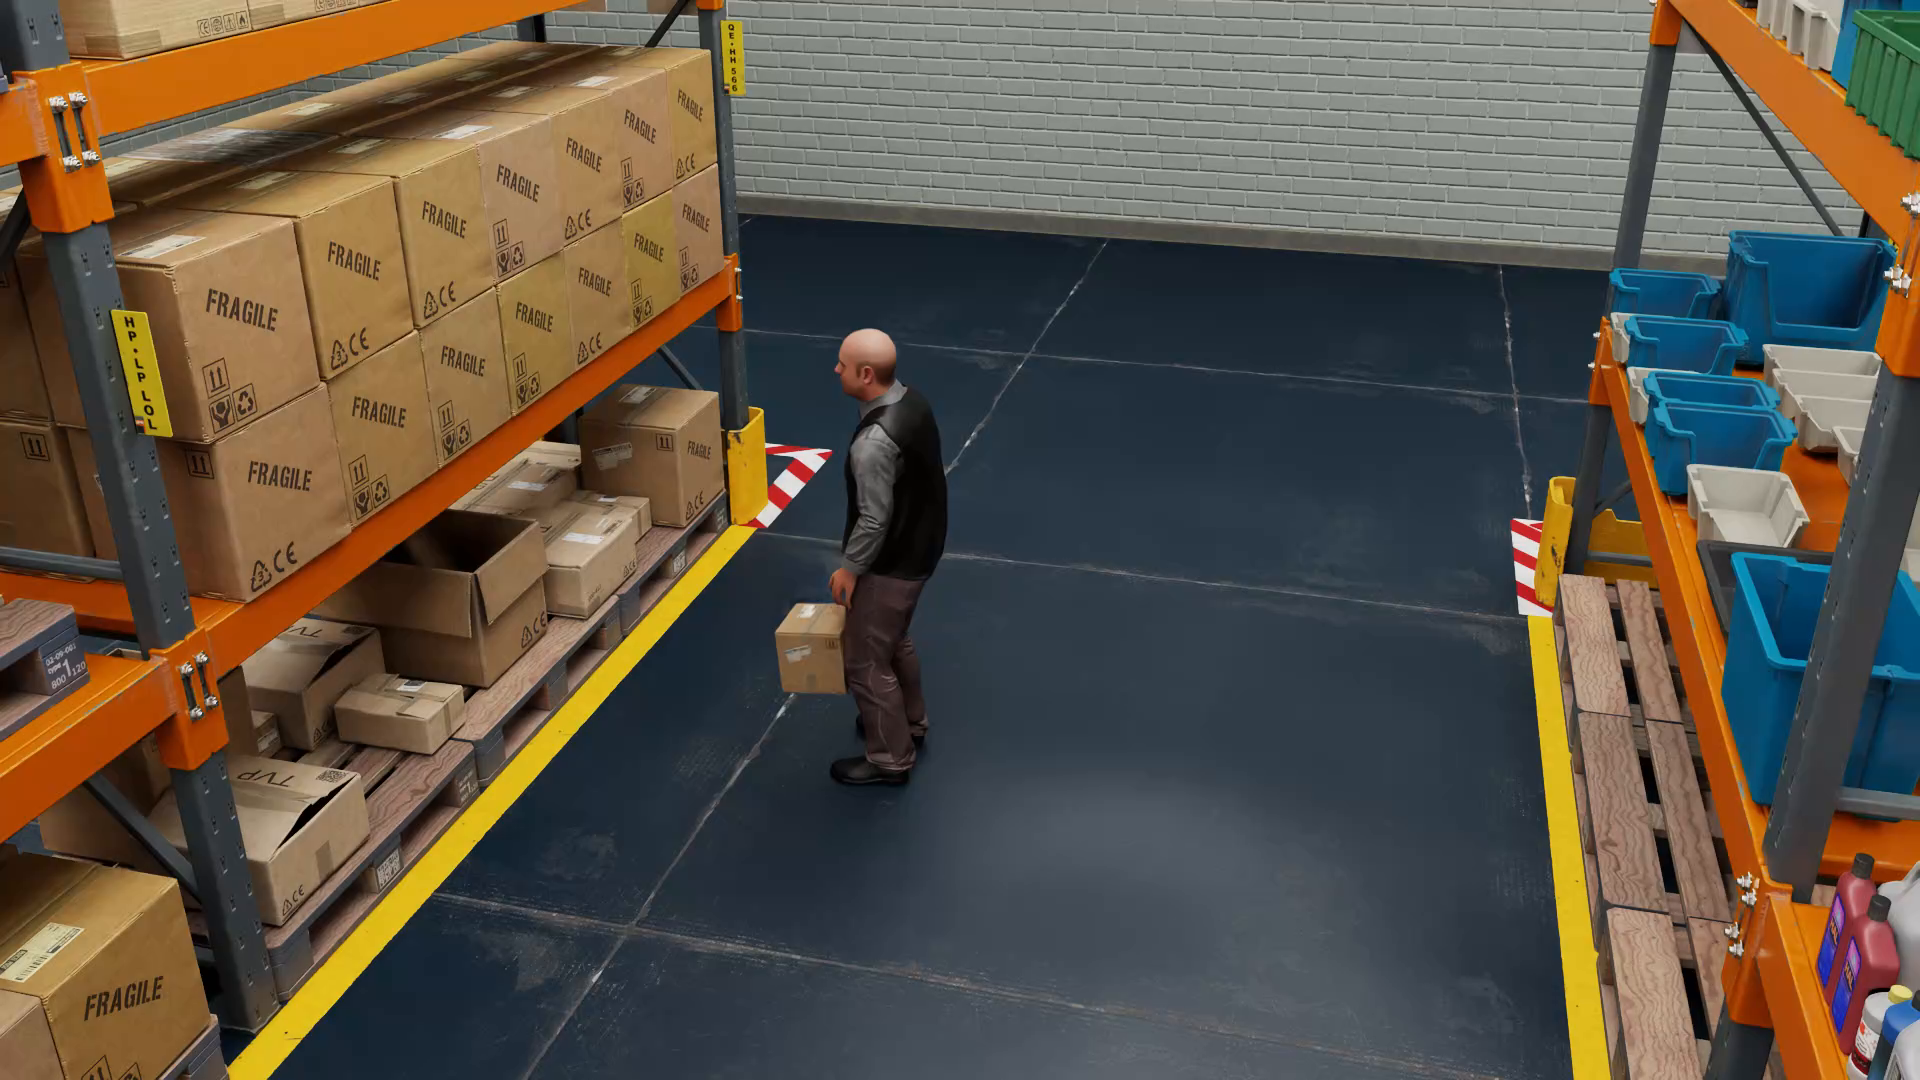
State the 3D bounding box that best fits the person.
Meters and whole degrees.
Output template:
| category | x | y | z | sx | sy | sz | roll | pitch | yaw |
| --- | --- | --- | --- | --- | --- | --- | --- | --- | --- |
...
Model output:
| category | x | y | z | sx | sy | sz | roll | pitch | yaw |
| --- | --- | --- | --- | --- | --- | --- | --- | --- | --- |
| person | -0.255 | 0.070 | 5.983 | 0.418 | 1.724 | 0.561 | 6 | 26 | 12 |
